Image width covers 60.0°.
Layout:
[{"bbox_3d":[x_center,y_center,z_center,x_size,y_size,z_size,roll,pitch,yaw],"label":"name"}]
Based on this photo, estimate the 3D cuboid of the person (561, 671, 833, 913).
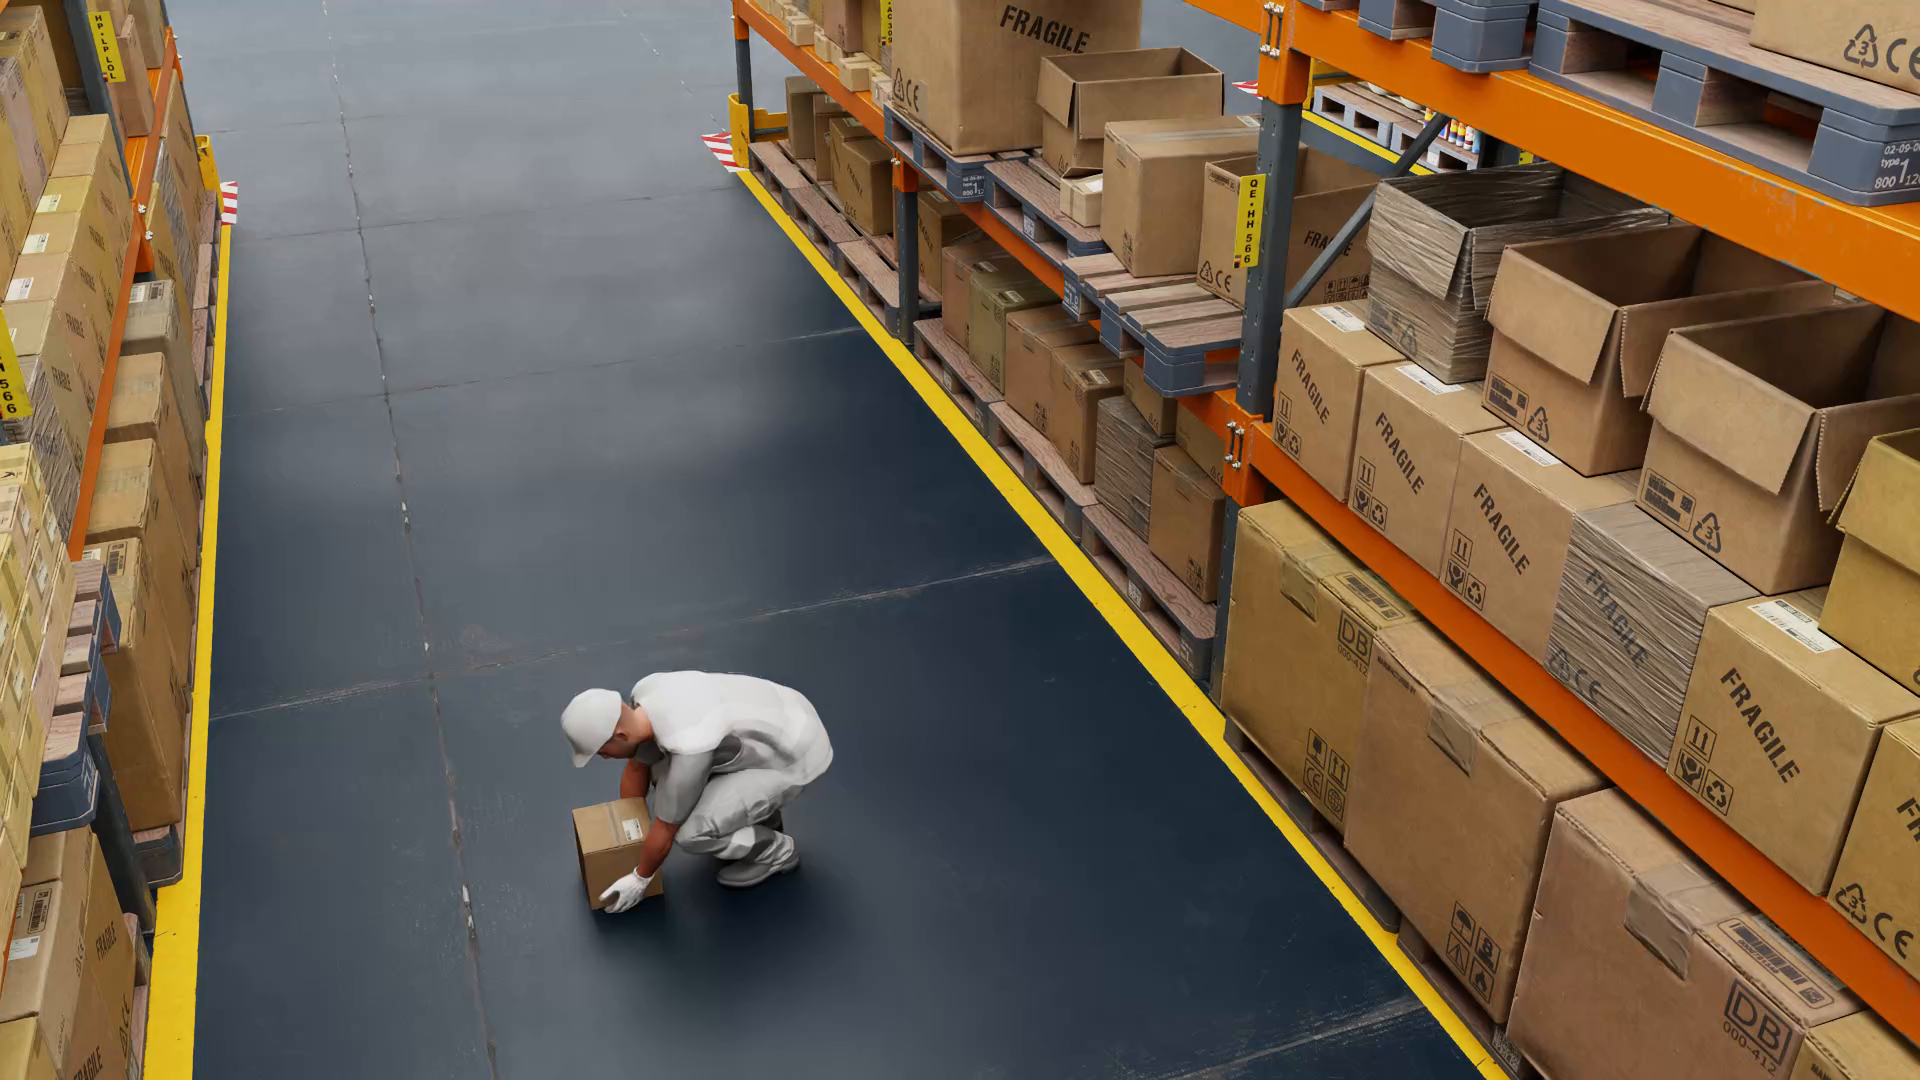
[{"bbox_3d":[-0.882,0.794,5.703,0.895,0.880,0.555,-10,31,-18],"label":"person"}]
